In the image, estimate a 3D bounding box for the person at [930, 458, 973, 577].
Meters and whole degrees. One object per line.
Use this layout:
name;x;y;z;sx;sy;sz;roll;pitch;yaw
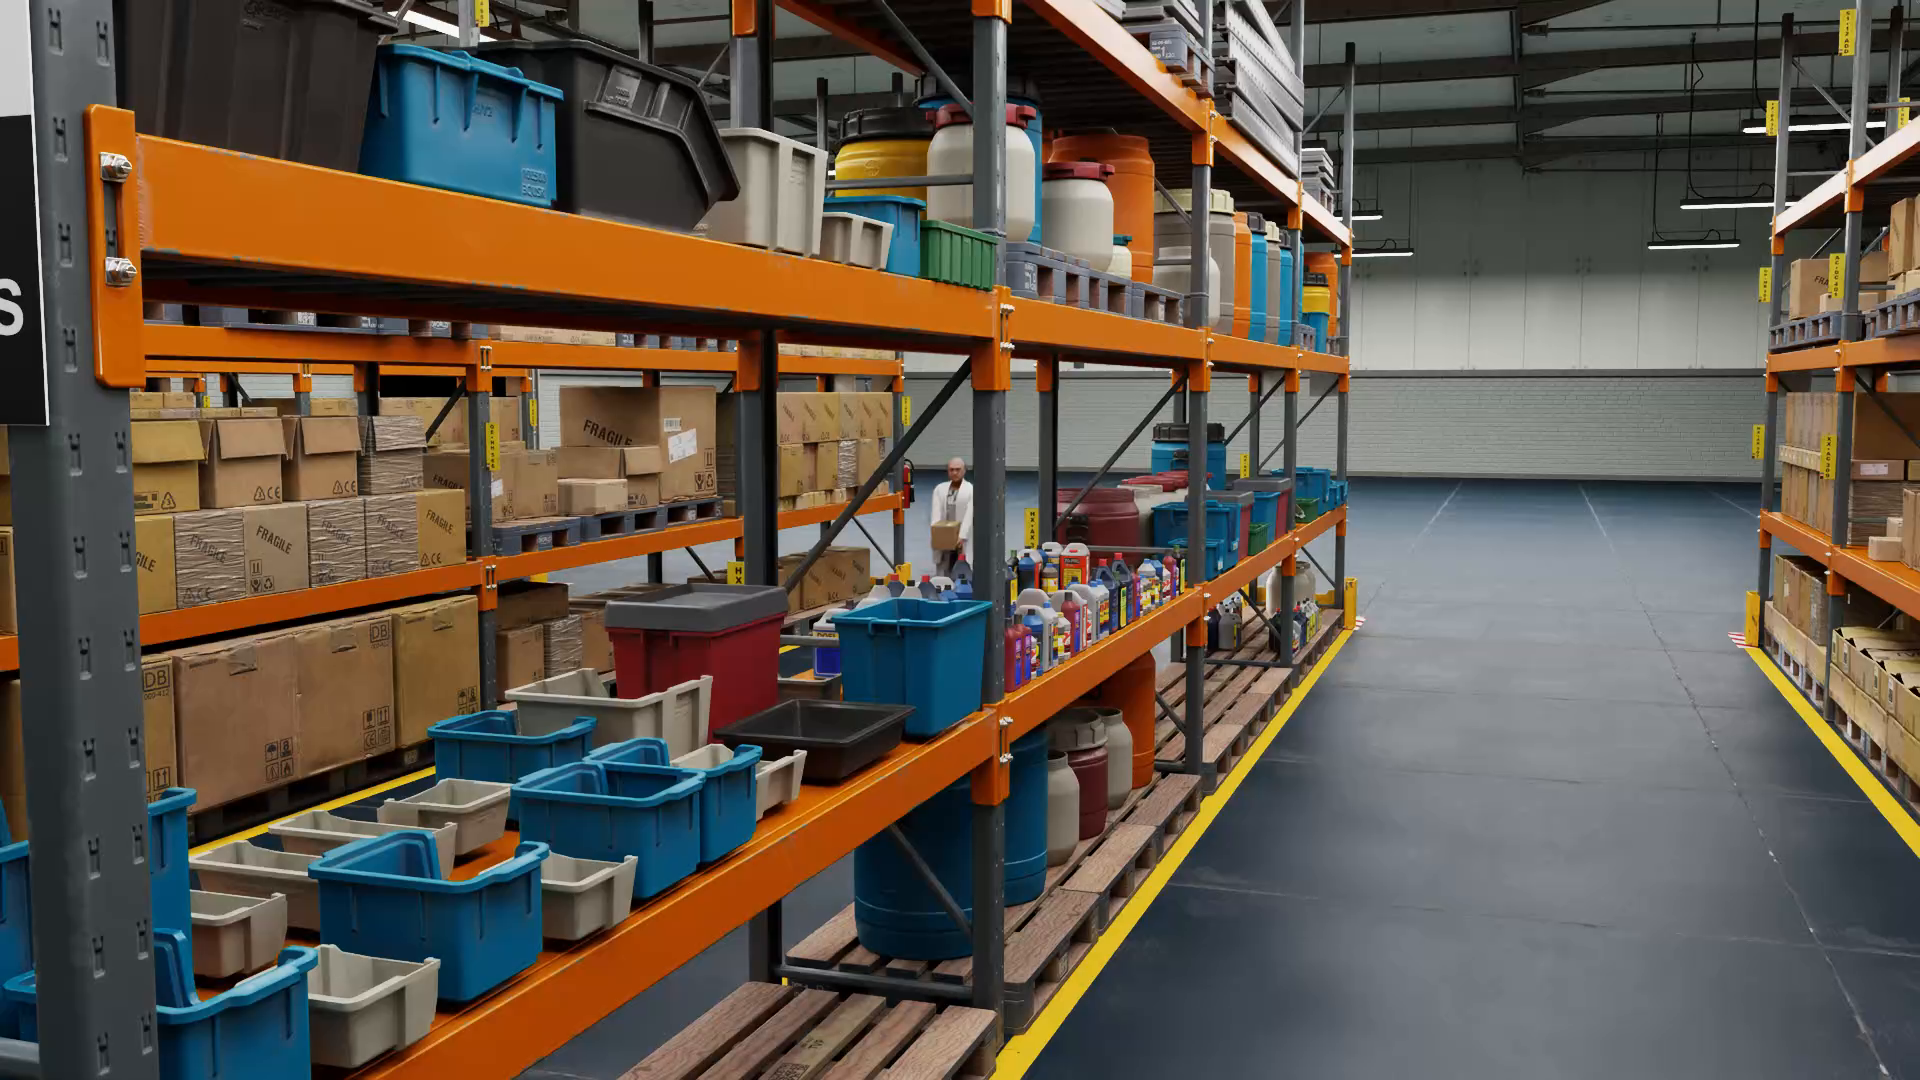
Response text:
person;-0.071;0.050;17.124;0.524;1.780;0.569;2;5;18
